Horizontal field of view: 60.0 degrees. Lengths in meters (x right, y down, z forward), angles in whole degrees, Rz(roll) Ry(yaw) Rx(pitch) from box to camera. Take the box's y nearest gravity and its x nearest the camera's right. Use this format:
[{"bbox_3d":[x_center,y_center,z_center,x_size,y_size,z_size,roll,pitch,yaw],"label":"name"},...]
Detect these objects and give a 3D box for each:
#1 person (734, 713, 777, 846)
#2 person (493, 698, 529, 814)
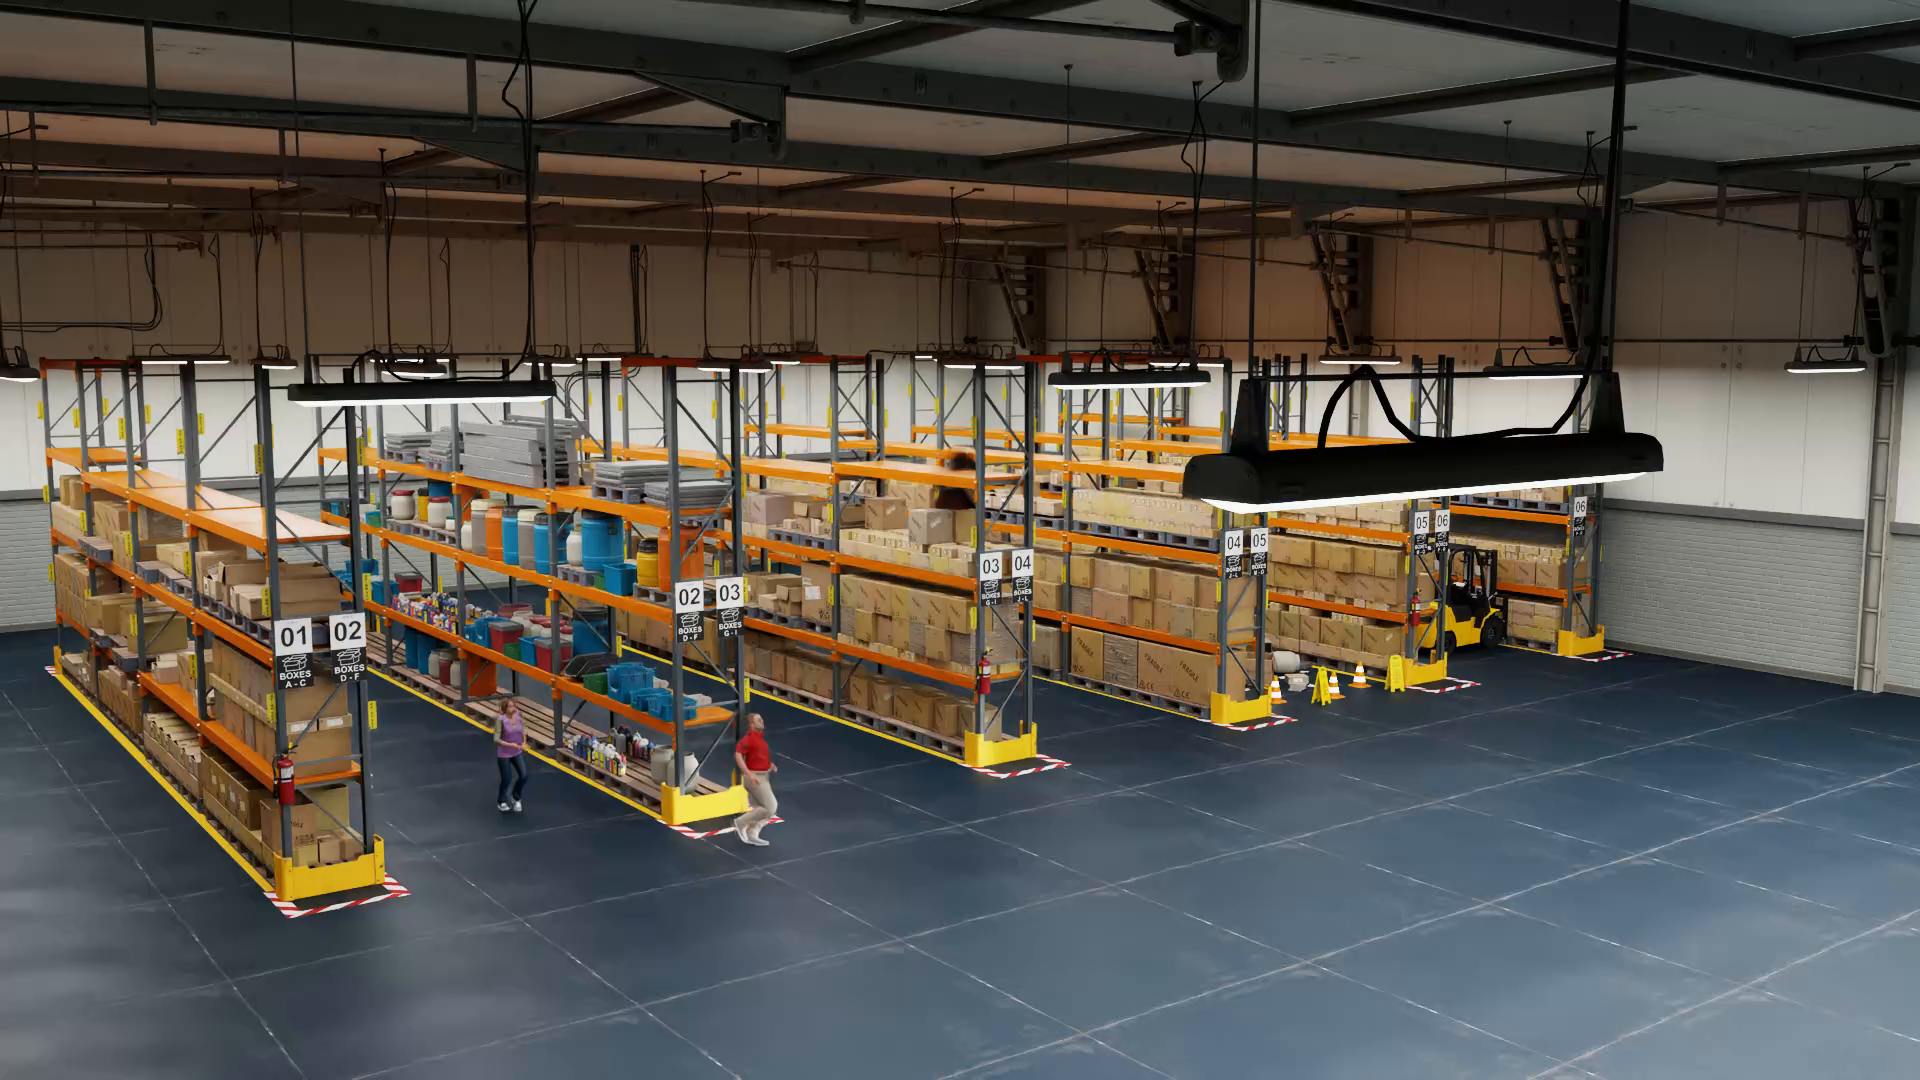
[{"bbox_3d":[-2.551,3.007,20.886,0.547,1.681,0.674,0,7,1],"label":"person"},{"bbox_3d":[-5.973,2.889,22.204,0.567,1.604,0.650,-7,10,-44],"label":"person"}]
